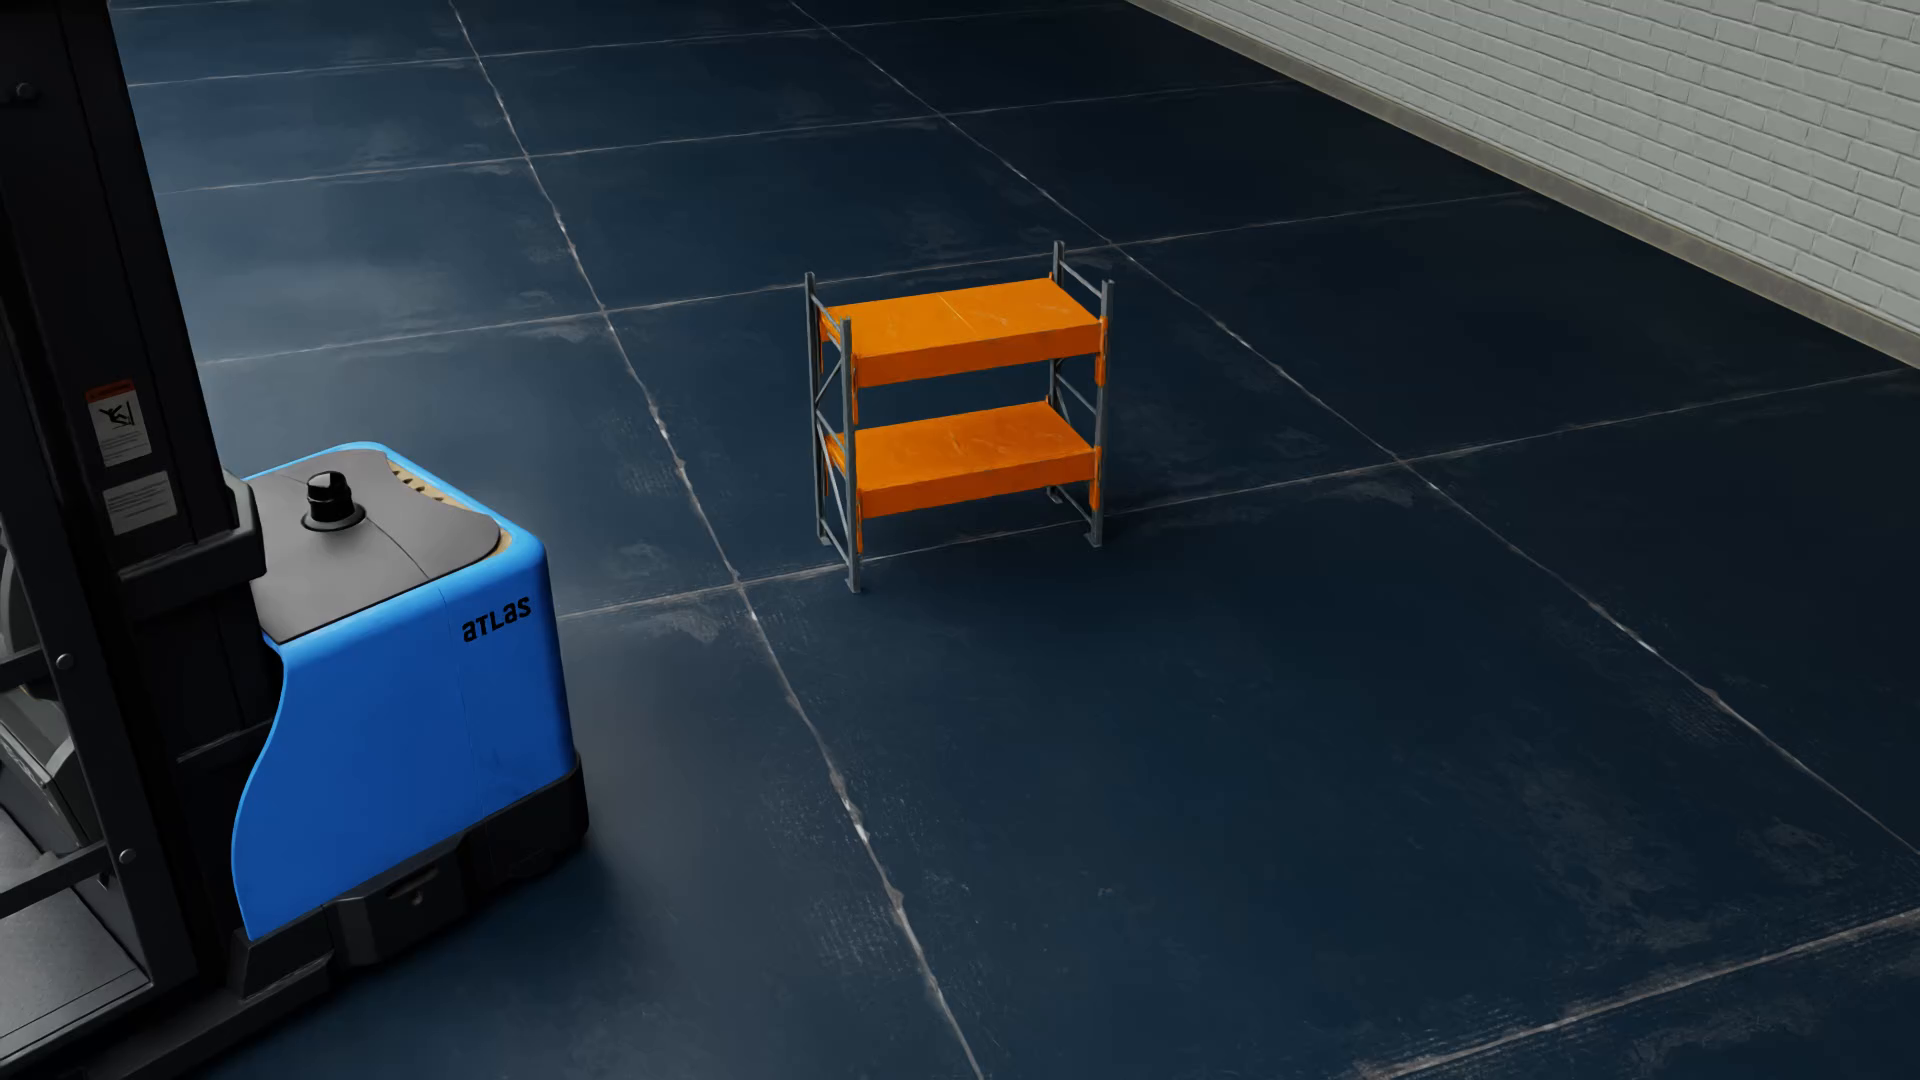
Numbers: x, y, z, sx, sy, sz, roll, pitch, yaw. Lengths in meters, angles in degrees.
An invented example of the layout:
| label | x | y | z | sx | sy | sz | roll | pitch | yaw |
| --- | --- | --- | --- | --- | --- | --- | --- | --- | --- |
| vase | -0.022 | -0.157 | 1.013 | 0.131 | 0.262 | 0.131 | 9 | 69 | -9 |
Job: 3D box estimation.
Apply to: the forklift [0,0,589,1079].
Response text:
| label | x | y | z | sx | sy | sz | roll | pitch | yaw |
| --- | --- | --- | --- | --- | --- | --- | --- | --- | --- |
| forklift | -2.515 | 0.023 | 3.749 | 1.130 | 2.935 | 3.031 | 25 | 38 | 37 |

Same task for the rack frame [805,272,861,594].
| label | x | y | z | sx | sy | sz | roll | pitch | yaw |
| --- | --- | --- | --- | --- | --- | --- | --- | --- | --- |
| rack frame | -0.483 | -0.400 | 6.315 | 0.032 | 1.125 | 0.500 | -10 | 31 | -18 |

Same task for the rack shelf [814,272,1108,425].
| label | x | y | z | sx | sy | sz | roll | pitch | yaw |
| --- | --- | --- | --- | --- | --- | --- | --- | --- | --- |
| rack shelf | -0.006 | -0.742 | 6.325 | 1.000 | 0.278 | 0.538 | -10 | 31 | -18 |

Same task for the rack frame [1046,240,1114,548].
| label | x | y | z | sx | sy | sz | roll | pitch | yaw |
| --- | --- | --- | --- | --- | --- | --- | --- | --- | --- |
| rack frame | 0.470 | -0.575 | 6.624 | 0.032 | 1.125 | 0.500 | -10 | 31 | -18 |

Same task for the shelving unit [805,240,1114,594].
| label | x | y | z | sx | sy | sz | roll | pitch | yaw |
| --- | --- | --- | --- | --- | --- | --- | --- | --- | --- |
| shelving unit | -0.006 | -0.488 | 6.469 | 1.048 | 1.125 | 0.538 | -10 | 31 | -18 |

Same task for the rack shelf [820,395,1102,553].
| label | x | y | z | sx | sy | sz | roll | pitch | yaw |
| --- | --- | --- | --- | --- | --- | --- | --- | --- | --- |
| rack shelf | -0.006 | -0.275 | 6.591 | 1.000 | 0.278 | 0.538 | -10 | 31 | -18 |
